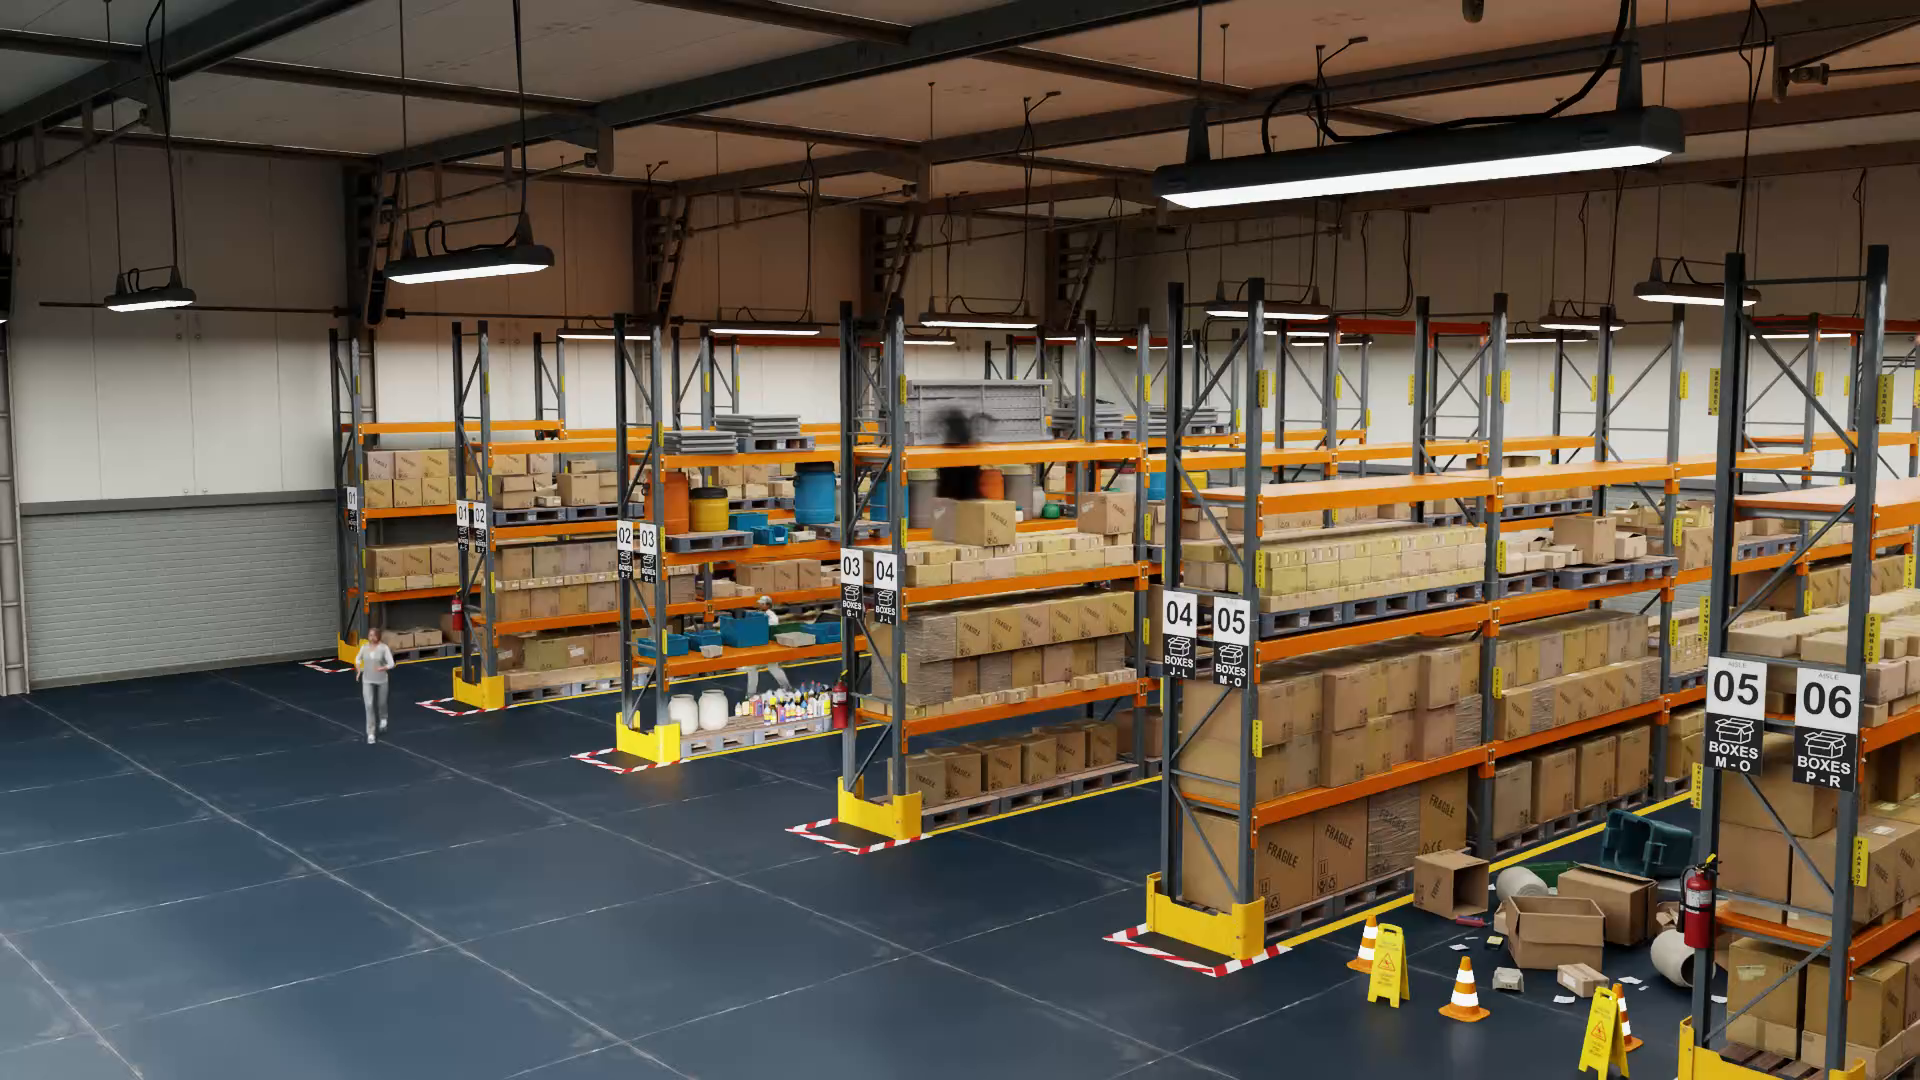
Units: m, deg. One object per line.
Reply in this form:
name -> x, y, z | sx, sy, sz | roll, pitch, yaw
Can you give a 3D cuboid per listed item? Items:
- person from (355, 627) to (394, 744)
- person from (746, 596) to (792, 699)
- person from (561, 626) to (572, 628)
person -> -8.298, 2.027, 23.582 | 0.550, 1.581, 0.885 | -1, 6, -12
person -> -3.080, 1.727, 26.349 | 0.589, 1.706, 0.818 | 5, 8, 43
person -> -6.956, 1.409, 29.264 | 0.674, 1.720, 0.569 | 5, 8, 42
